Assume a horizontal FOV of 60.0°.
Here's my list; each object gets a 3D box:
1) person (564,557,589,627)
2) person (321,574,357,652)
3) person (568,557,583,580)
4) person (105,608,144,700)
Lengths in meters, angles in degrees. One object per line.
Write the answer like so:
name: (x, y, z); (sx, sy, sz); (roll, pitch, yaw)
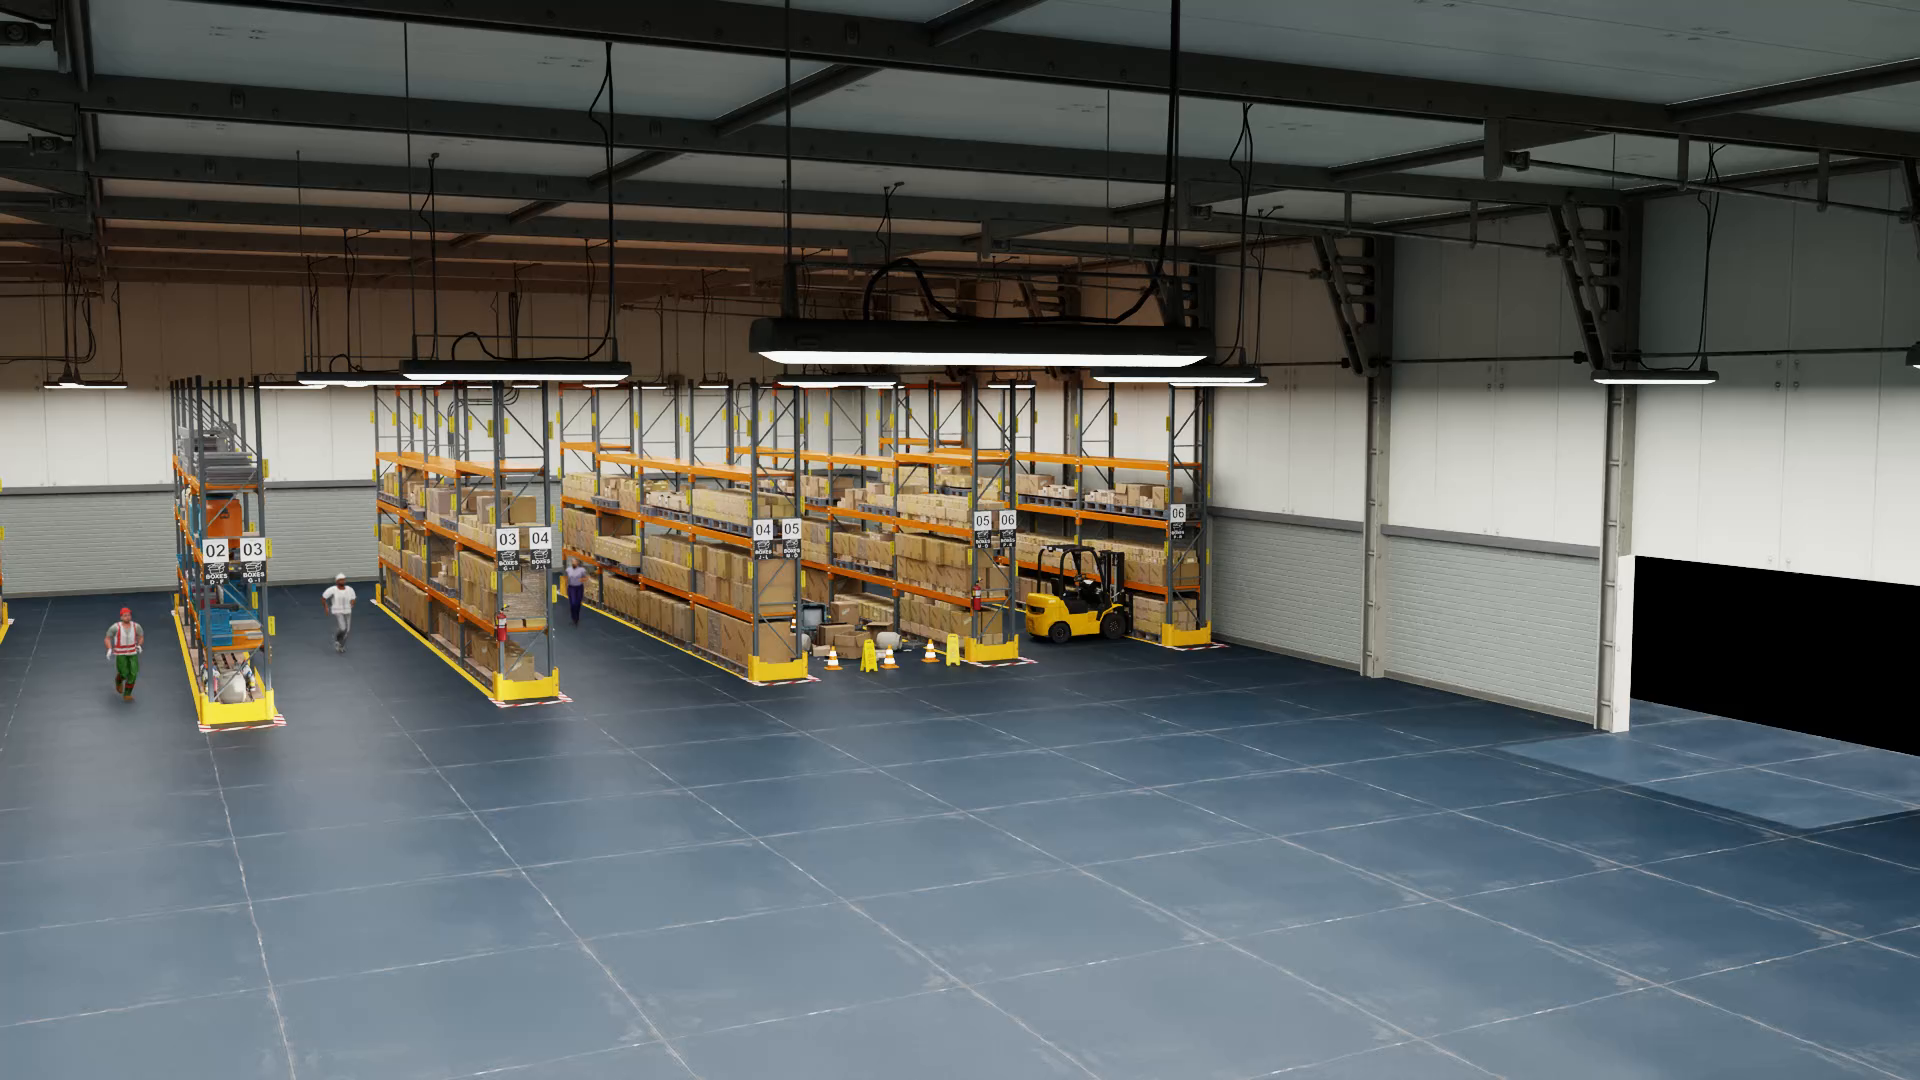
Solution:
person: (-9.451, 1.269, 40.994); (0.587, 1.671, 0.866); (-2, 5, -18)
person: (-13.536, 1.601, 36.437); (0.682, 1.724, 0.644); (-5, 7, -44)
person: (-11.307, 0.544, 48.767); (0.929, 1.625, 0.606); (1, 5, 6)
person: (-15.474, 2.120, 30.858); (0.659, 1.733, 0.634); (-4, 7, -40)
